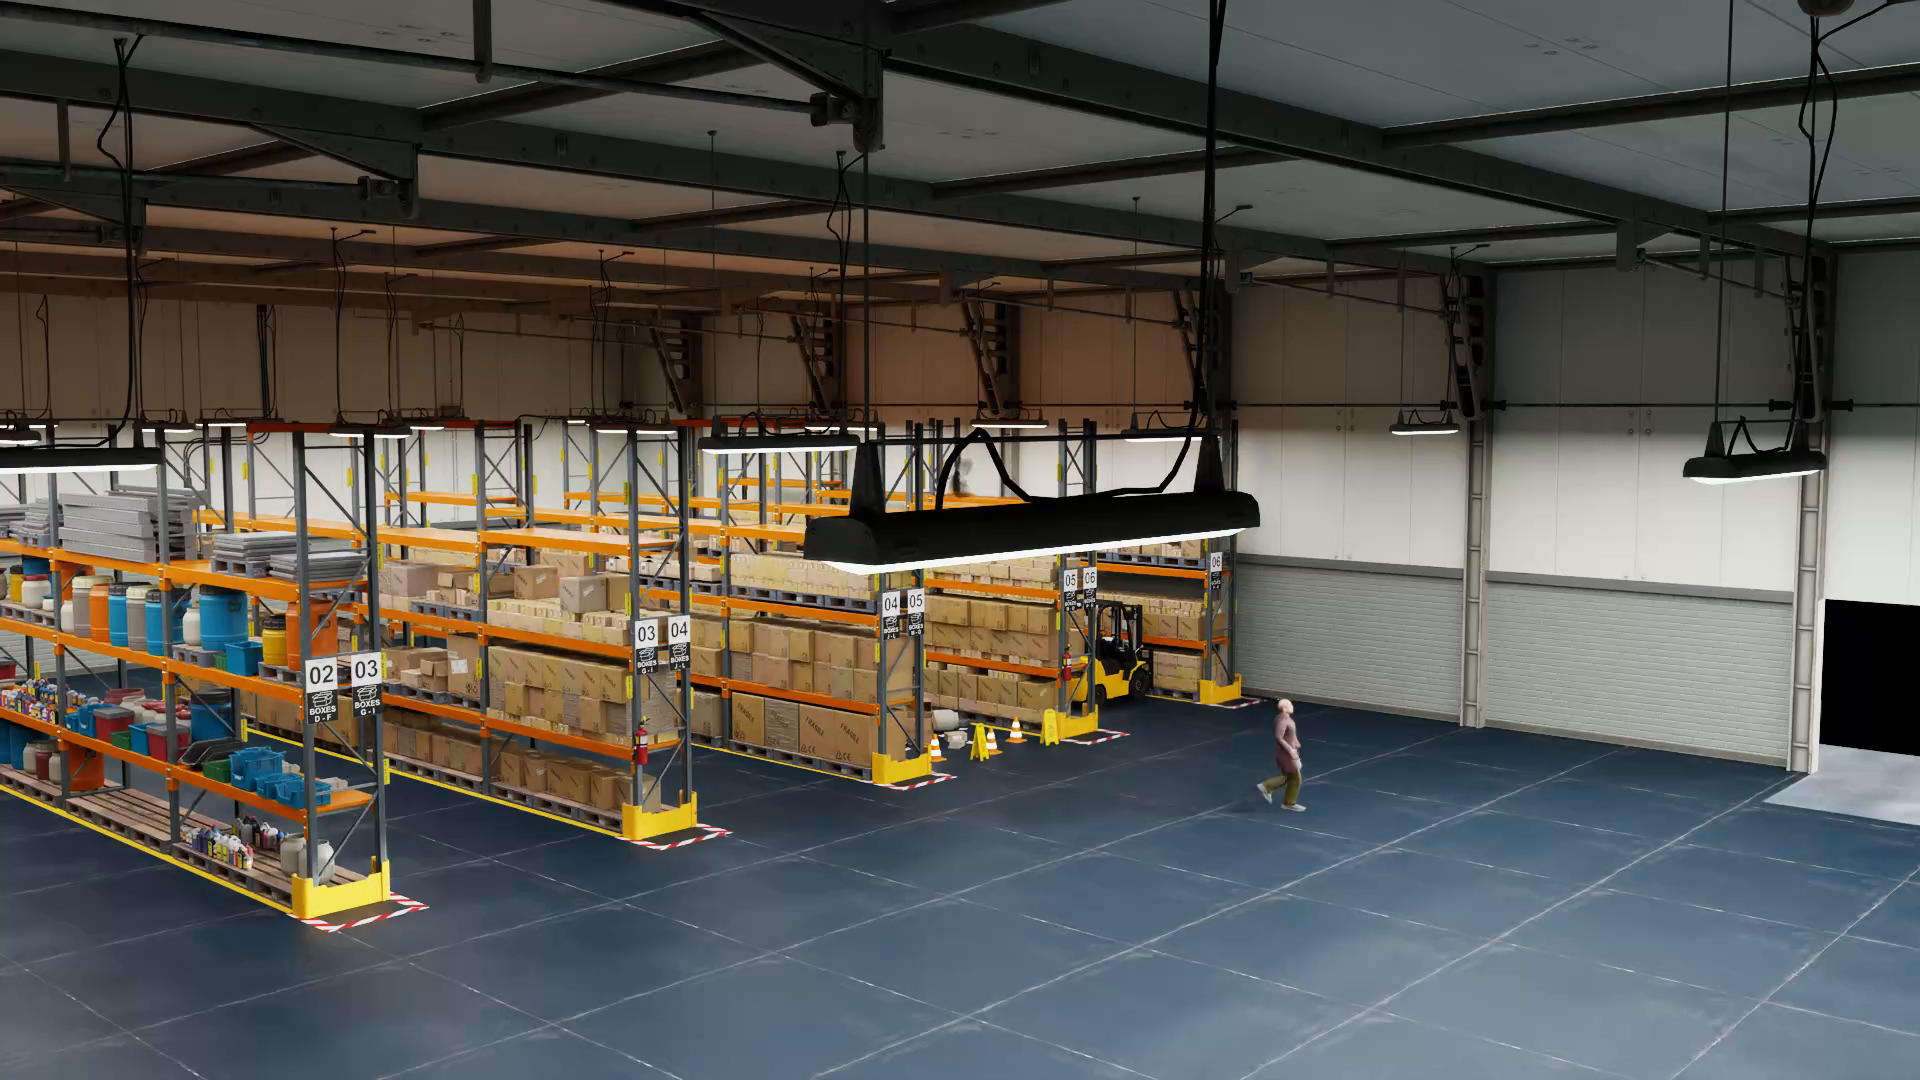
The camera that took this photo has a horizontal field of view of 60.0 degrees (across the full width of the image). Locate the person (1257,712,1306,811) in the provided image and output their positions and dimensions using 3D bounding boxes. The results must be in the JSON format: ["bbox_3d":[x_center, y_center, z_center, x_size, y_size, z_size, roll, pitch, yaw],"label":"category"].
[{"bbox_3d":[5.017,3.450,25.939,0.761,1.559,0.706,0,5,3],"label":"person"}]
